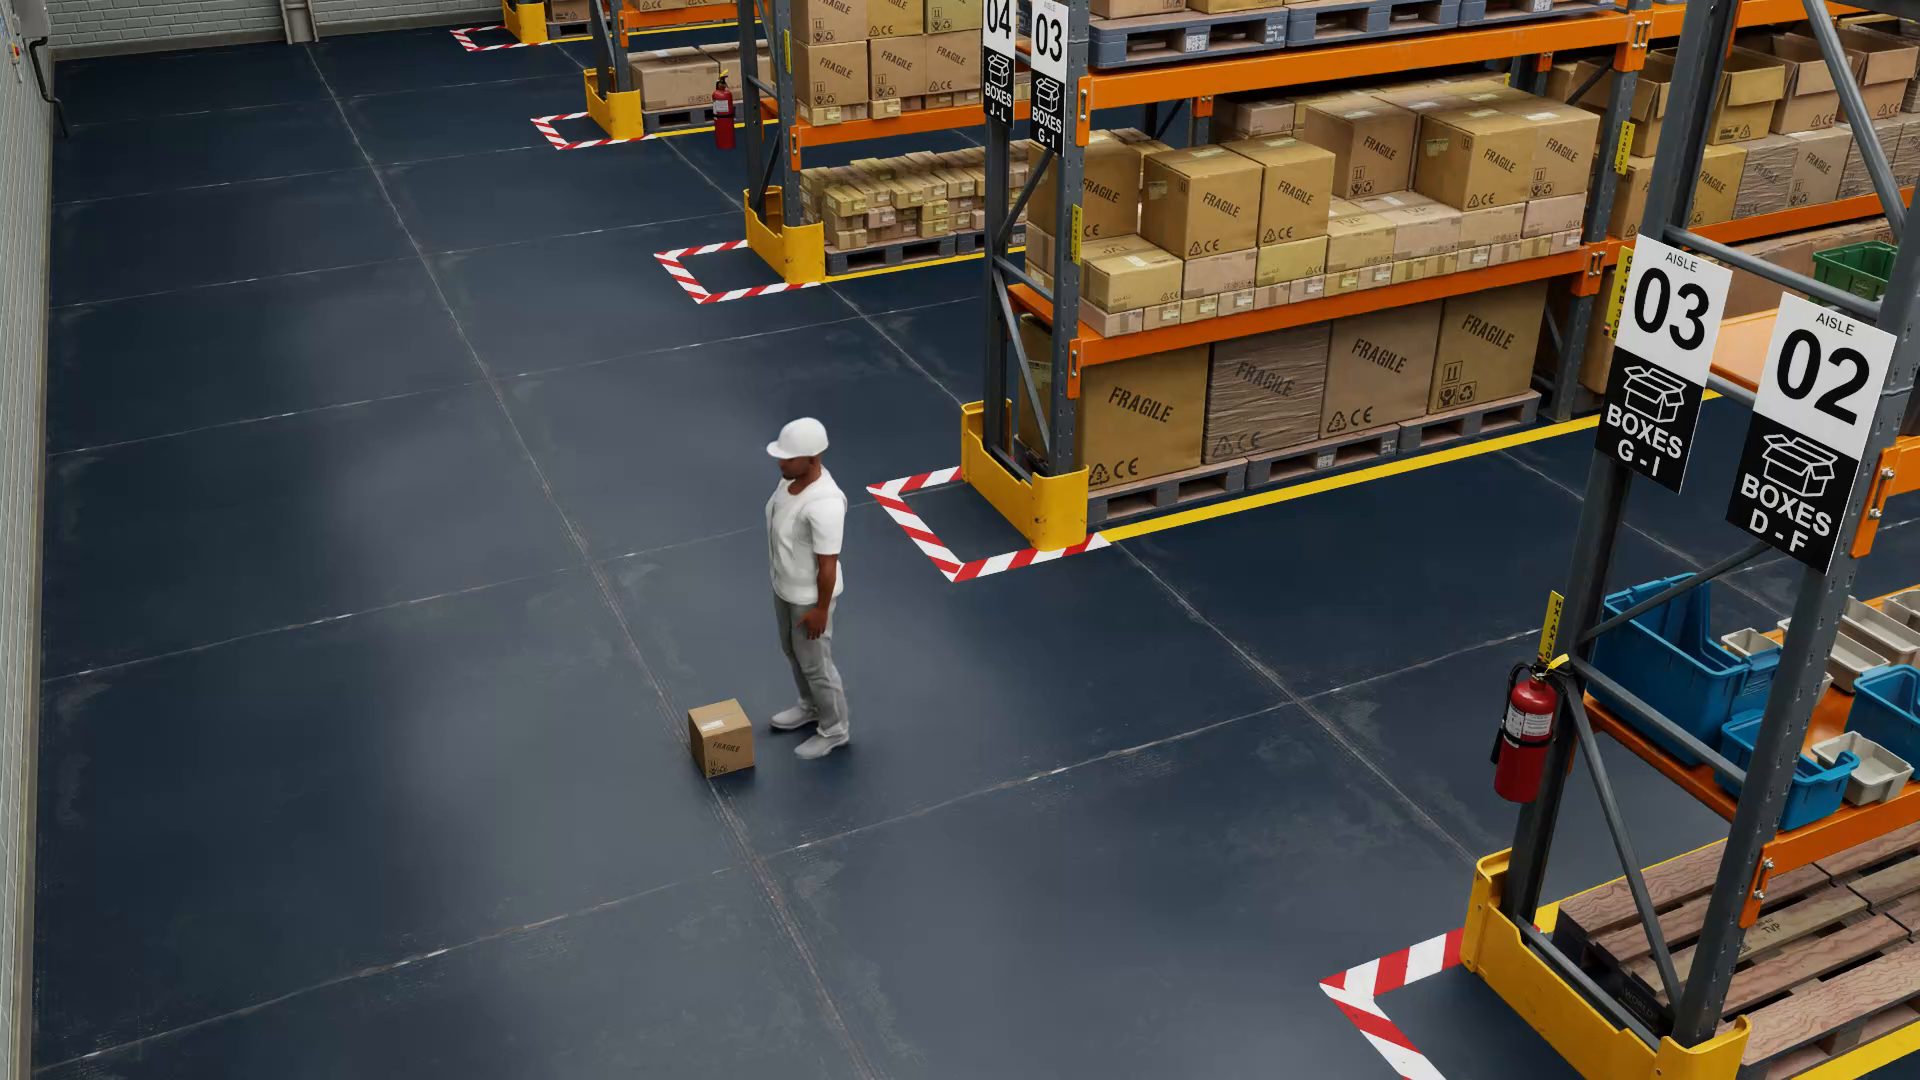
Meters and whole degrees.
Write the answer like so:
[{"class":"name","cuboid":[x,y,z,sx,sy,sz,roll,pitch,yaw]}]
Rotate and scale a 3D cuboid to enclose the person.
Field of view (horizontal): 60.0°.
[{"class":"person","cuboid":[-0.744,0.231,8.035,0.364,1.774,0.563,-12,32,-21]}]
